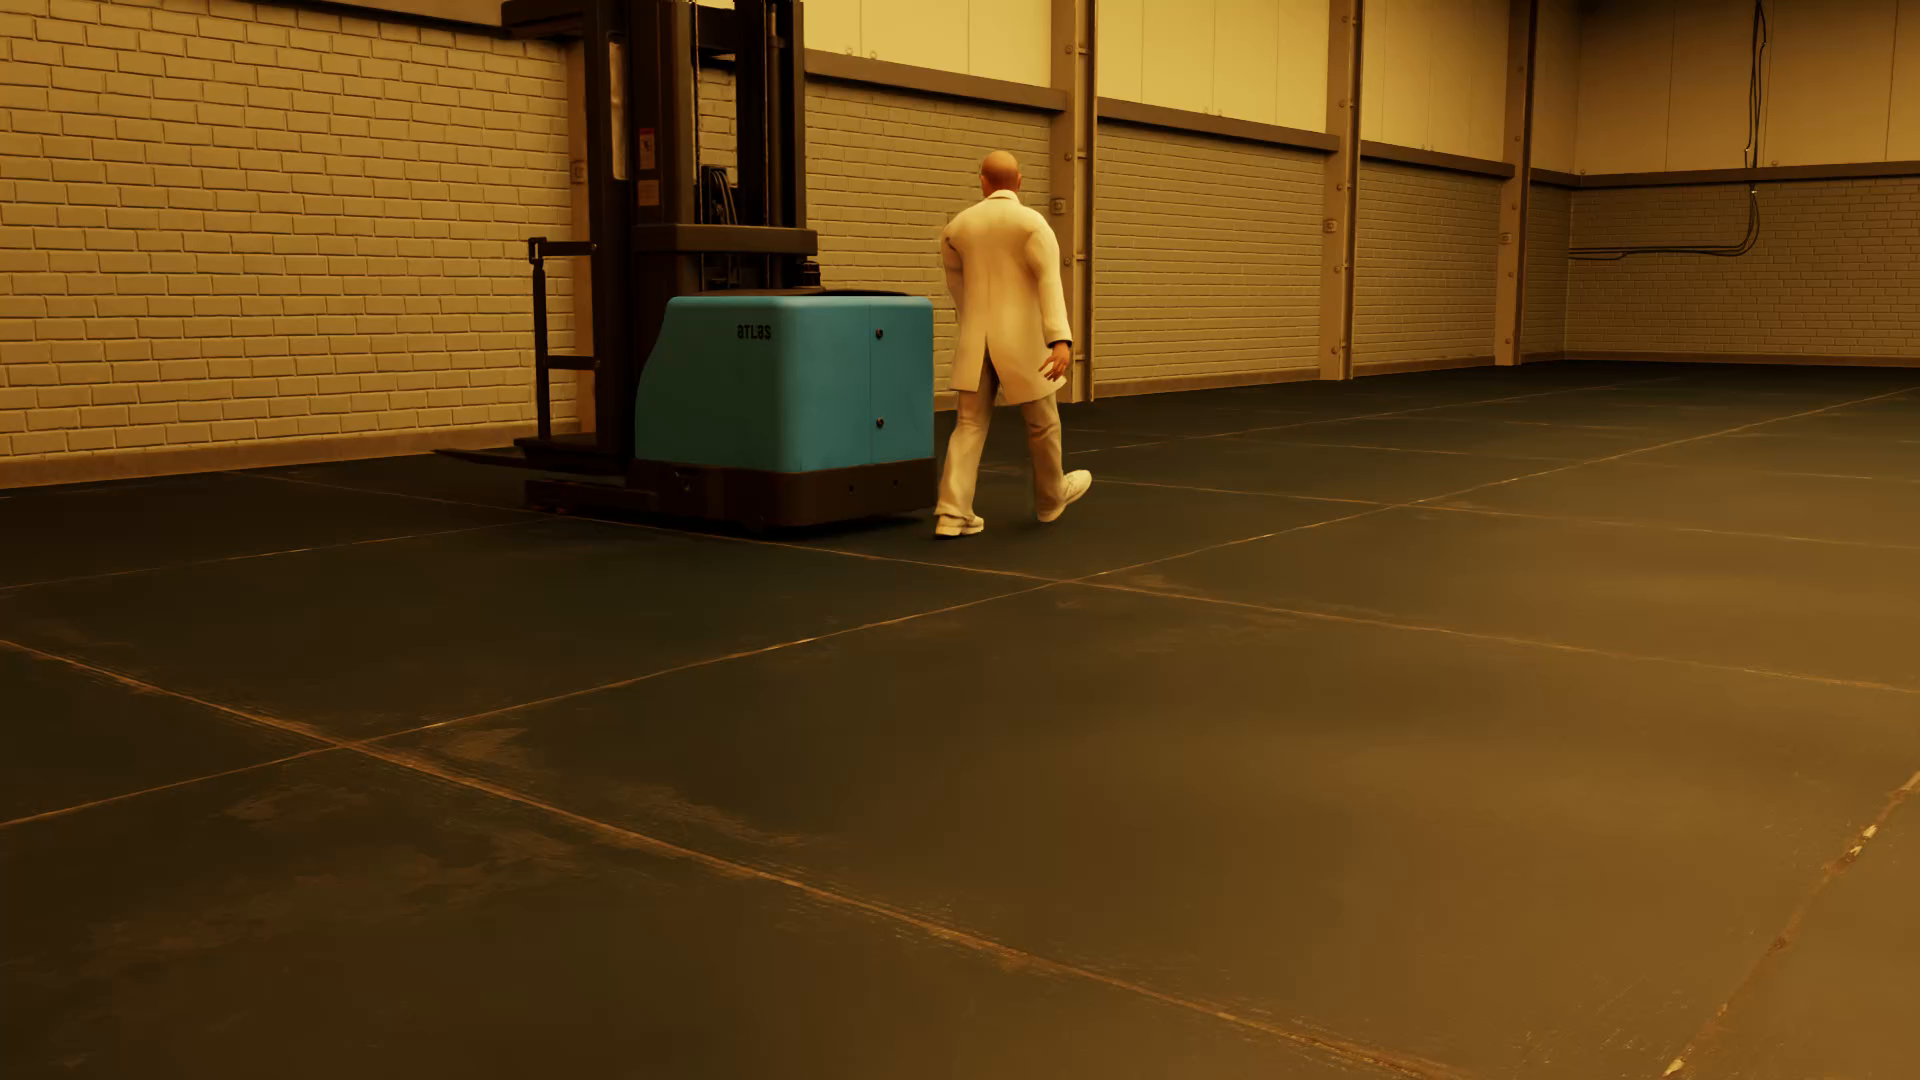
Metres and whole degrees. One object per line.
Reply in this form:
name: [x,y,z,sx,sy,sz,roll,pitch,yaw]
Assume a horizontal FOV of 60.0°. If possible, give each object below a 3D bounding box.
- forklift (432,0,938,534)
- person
forklift: [-1.568,-1.628,8.408,3.031,2.935,1.130,7,11,39]
person: [0.268,-0.905,7.652,0.744,1.727,1.002,5,10,30]
